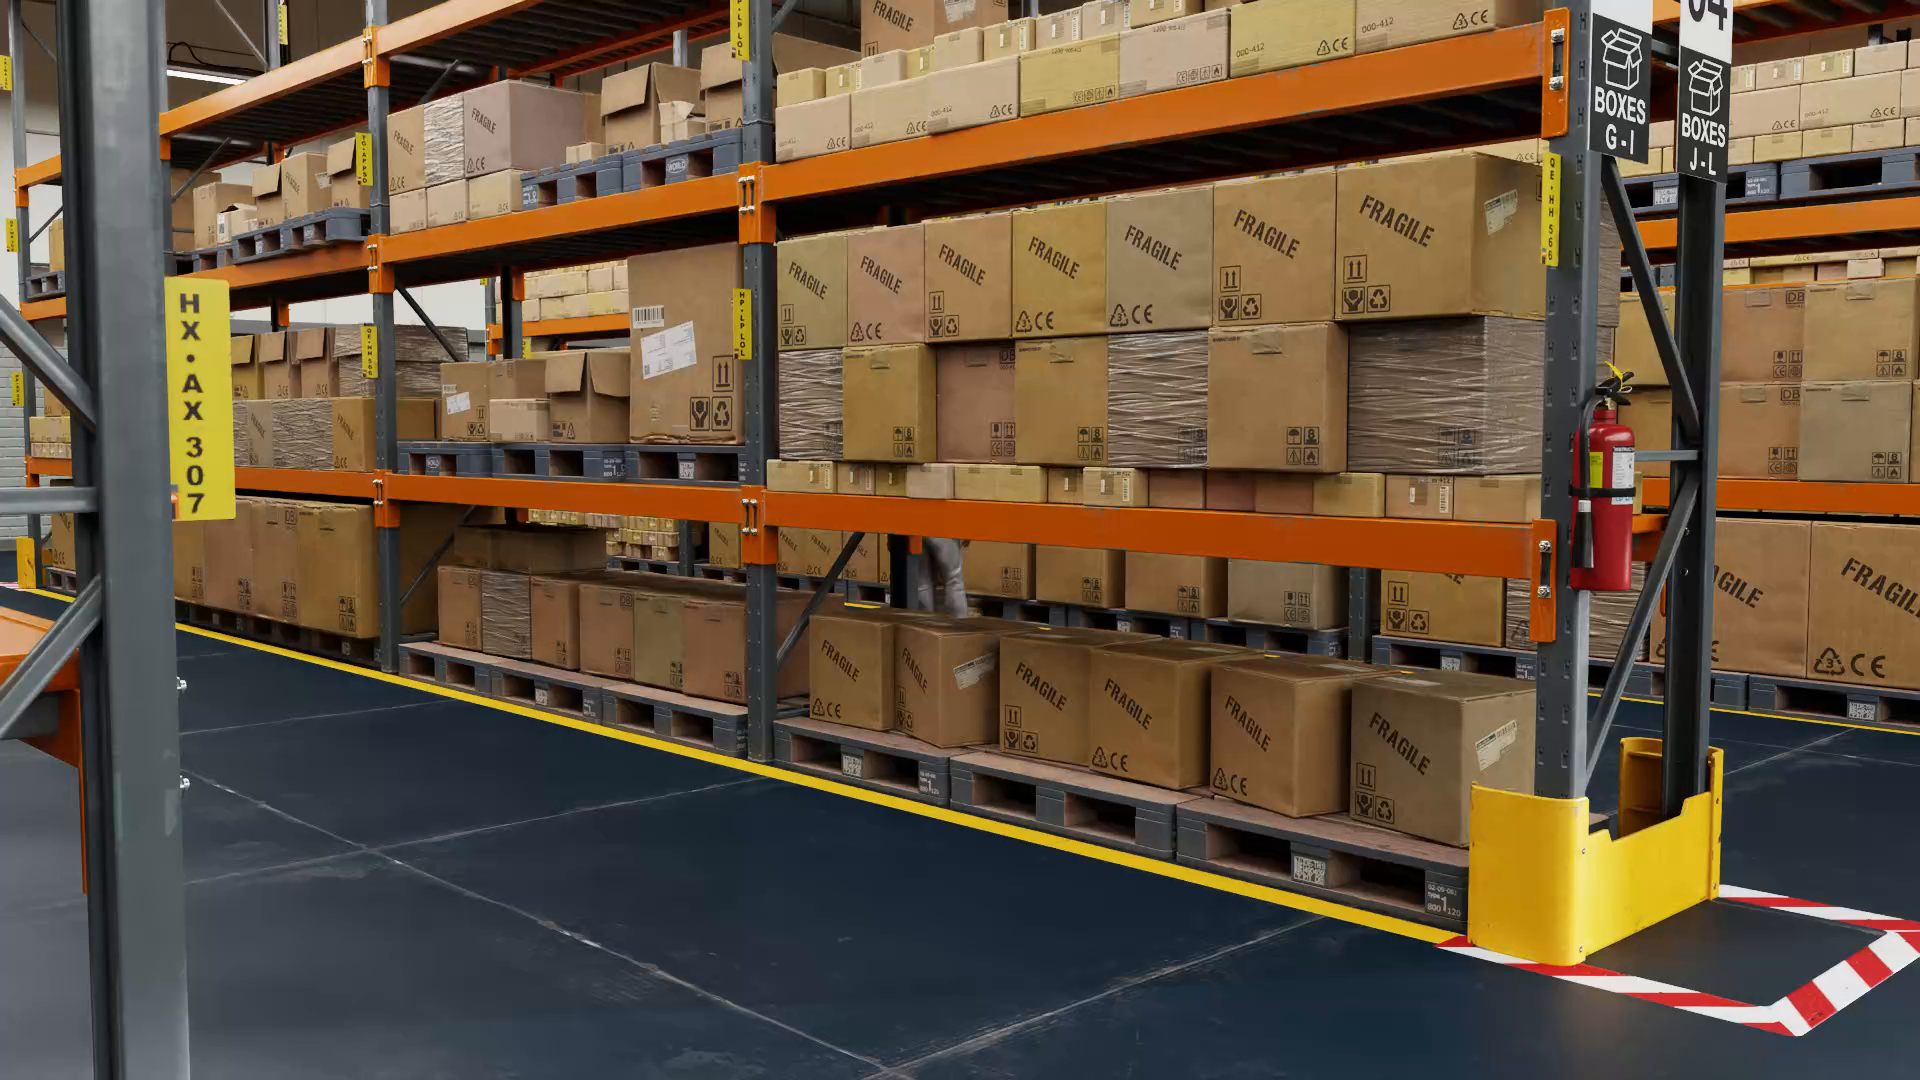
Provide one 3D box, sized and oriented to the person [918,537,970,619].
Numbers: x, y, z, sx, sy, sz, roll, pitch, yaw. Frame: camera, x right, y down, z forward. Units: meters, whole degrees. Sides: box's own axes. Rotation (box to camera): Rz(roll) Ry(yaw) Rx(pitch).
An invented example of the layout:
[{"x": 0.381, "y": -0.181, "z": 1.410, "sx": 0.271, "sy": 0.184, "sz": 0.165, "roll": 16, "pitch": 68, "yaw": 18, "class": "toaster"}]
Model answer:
[{"x": -0.150, "y": -0.095, "z": 11.885, "sx": 0.576, "sy": 1.766, "sz": 0.651, "roll": -4, "pitch": 5, "yaw": -44, "class": "person"}]
